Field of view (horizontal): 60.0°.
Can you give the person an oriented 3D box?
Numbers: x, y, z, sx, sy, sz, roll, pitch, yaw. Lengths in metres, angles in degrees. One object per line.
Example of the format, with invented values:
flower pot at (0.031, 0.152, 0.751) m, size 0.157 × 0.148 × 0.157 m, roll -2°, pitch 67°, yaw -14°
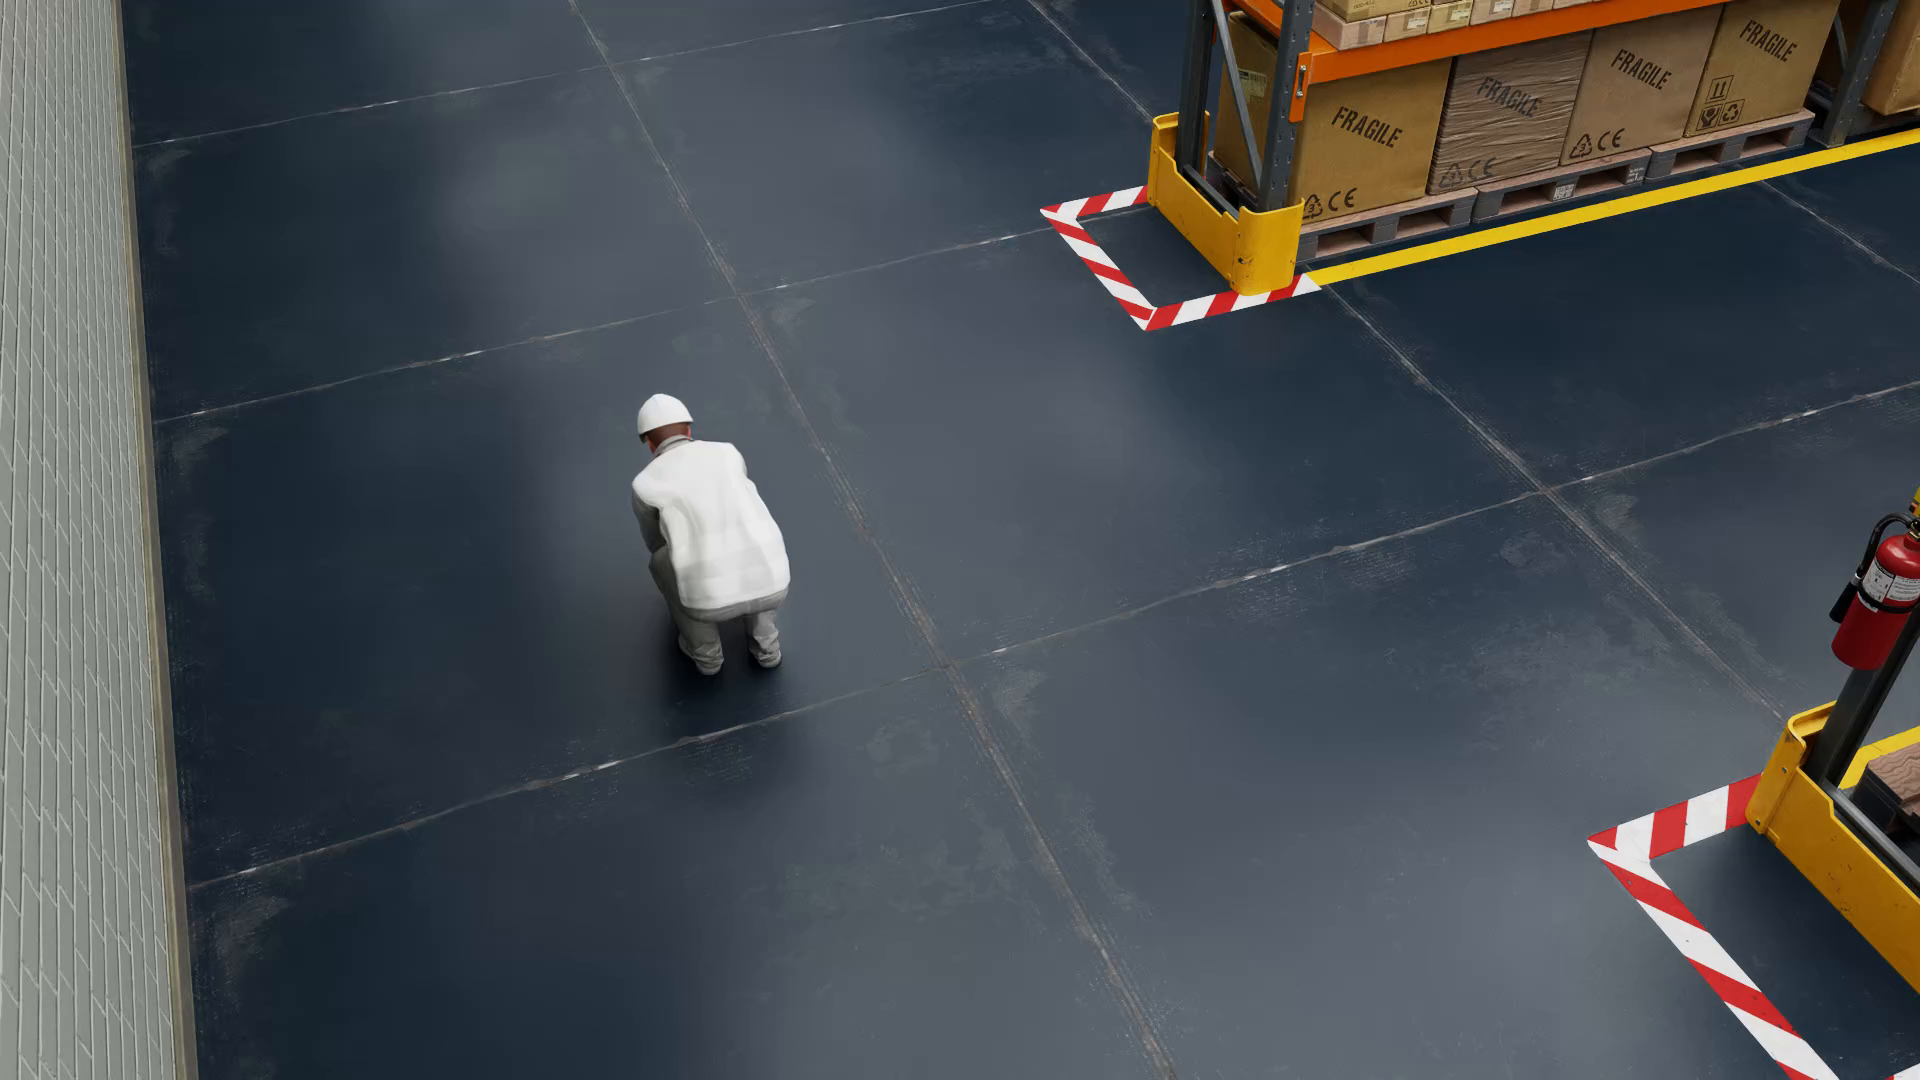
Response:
person at (-1.015, 0.019, 6.708) m, size 0.511 × 1.001 × 0.920 m, roll -16°, pitch 44°, yaw -18°
